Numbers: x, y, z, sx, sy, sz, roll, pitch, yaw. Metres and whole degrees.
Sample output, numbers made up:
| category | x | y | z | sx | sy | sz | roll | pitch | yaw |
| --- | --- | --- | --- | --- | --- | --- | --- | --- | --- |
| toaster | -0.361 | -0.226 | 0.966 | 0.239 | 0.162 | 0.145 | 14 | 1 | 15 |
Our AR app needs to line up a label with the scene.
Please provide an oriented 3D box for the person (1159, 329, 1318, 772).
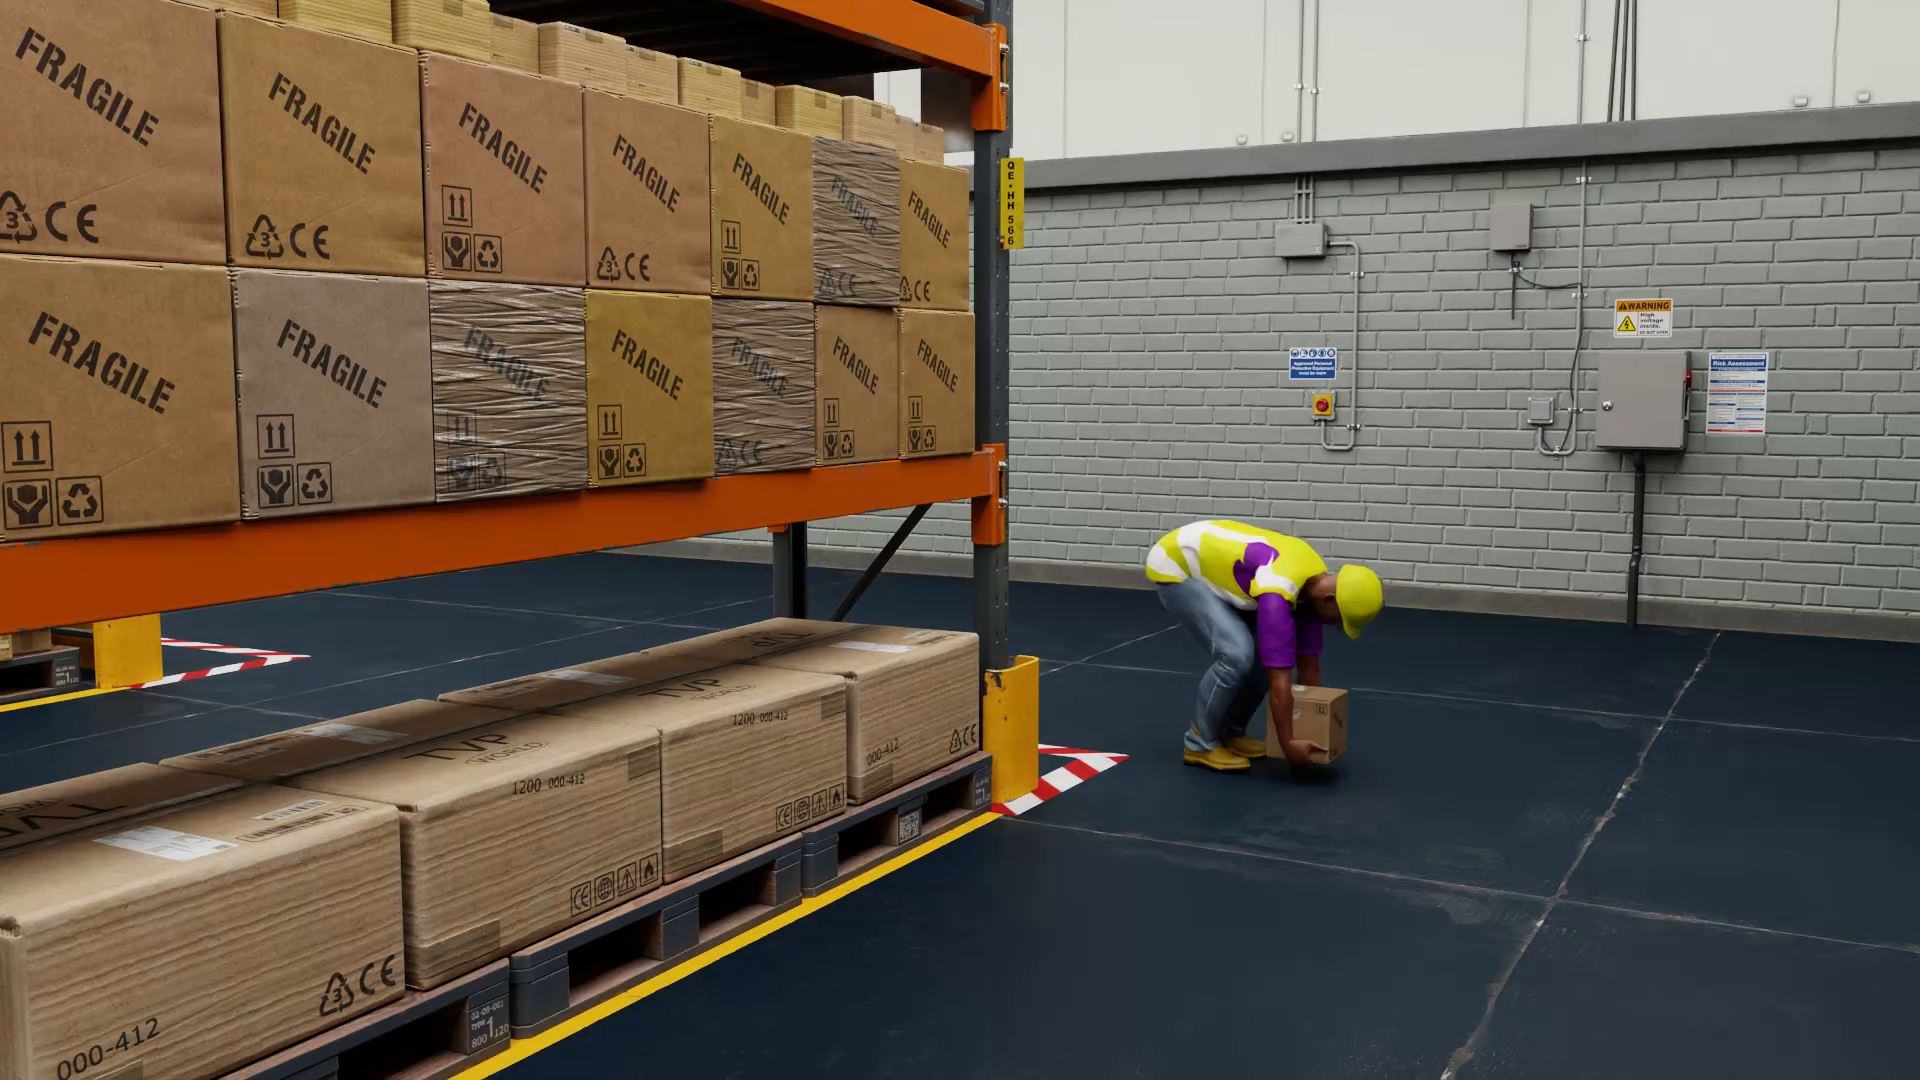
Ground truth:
| category | x | y | z | sx | sy | sz | roll | pitch | yaw |
| --- | --- | --- | --- | --- | --- | --- | --- | --- | --- |
| person | 1.128 | 0.033 | 6.716 | 0.575 | 1.762 | 0.504 | 5 | 8 | 40 |
